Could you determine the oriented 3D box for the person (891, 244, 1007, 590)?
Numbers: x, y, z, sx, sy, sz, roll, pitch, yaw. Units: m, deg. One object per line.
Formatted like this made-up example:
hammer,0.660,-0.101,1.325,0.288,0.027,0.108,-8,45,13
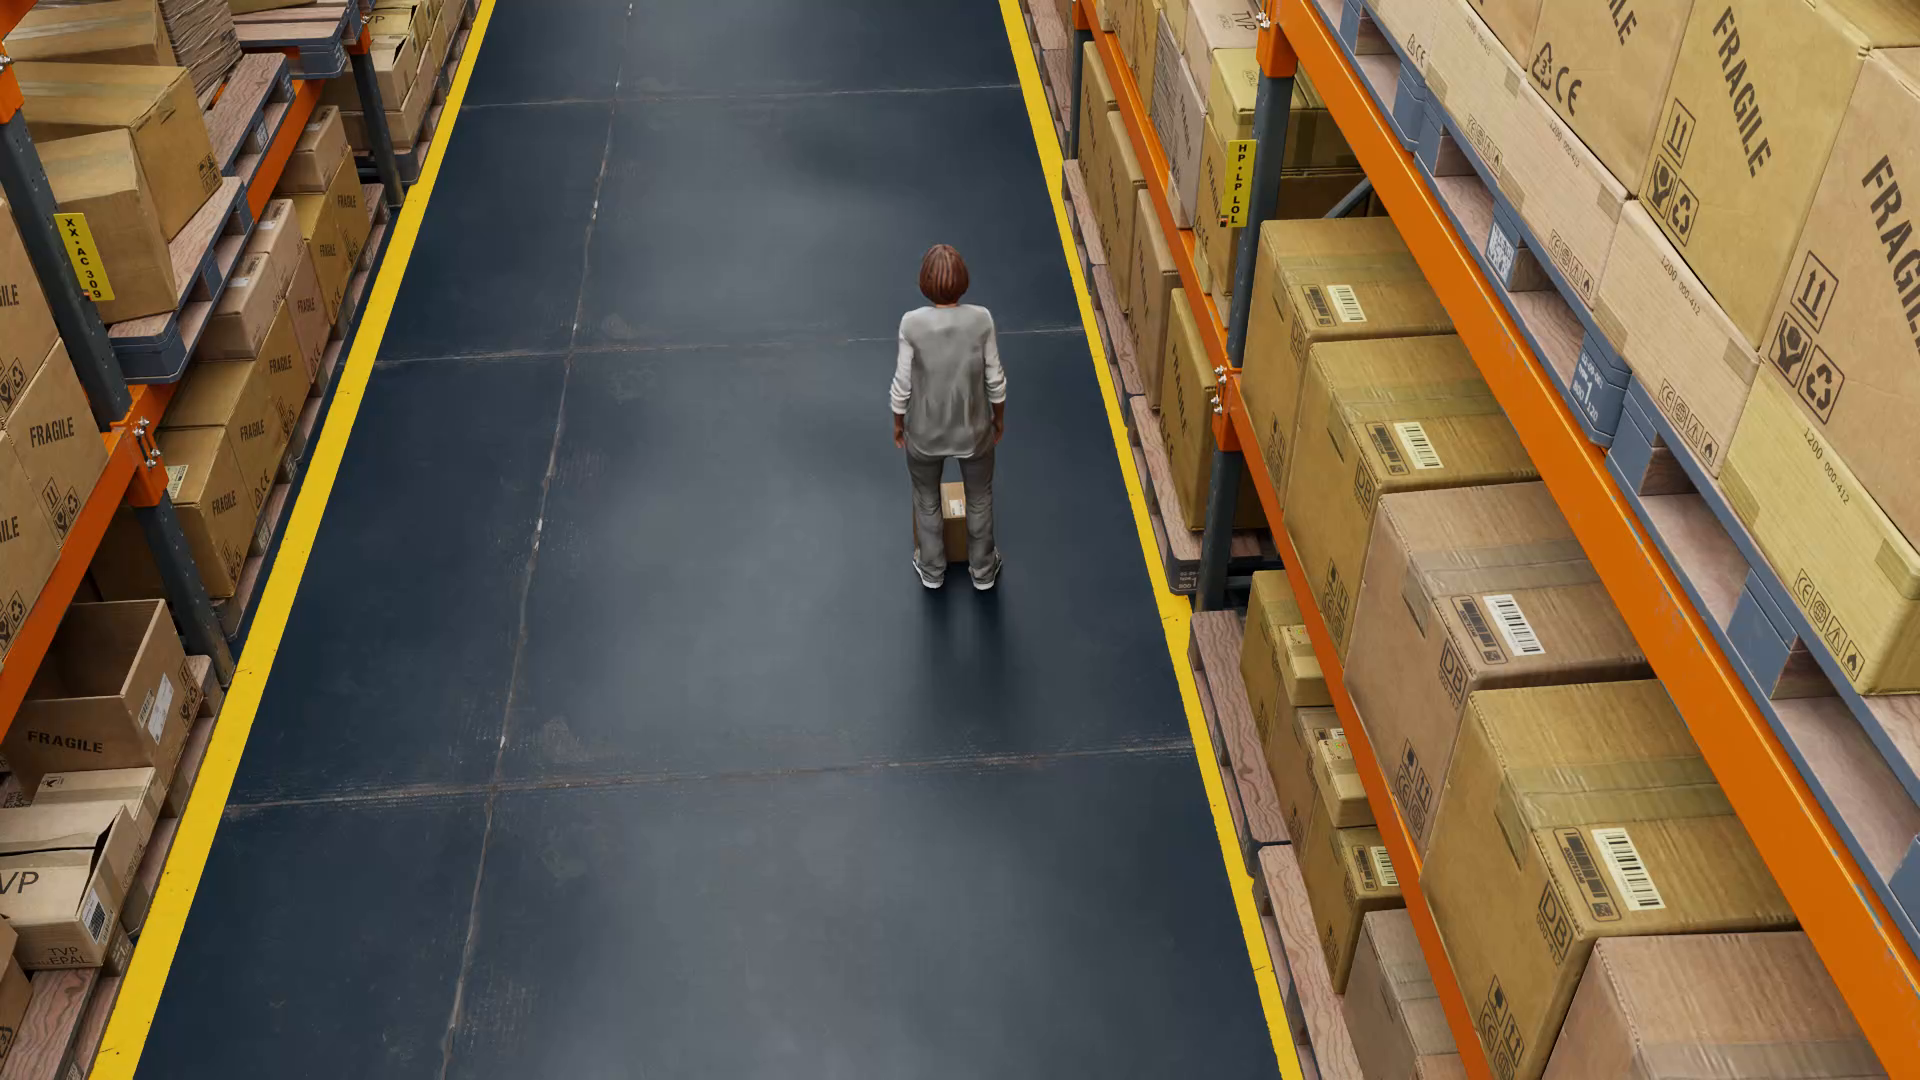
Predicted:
person,-0.045,-0.449,6.705,0.462,1.593,0.364,-3,40,-3
